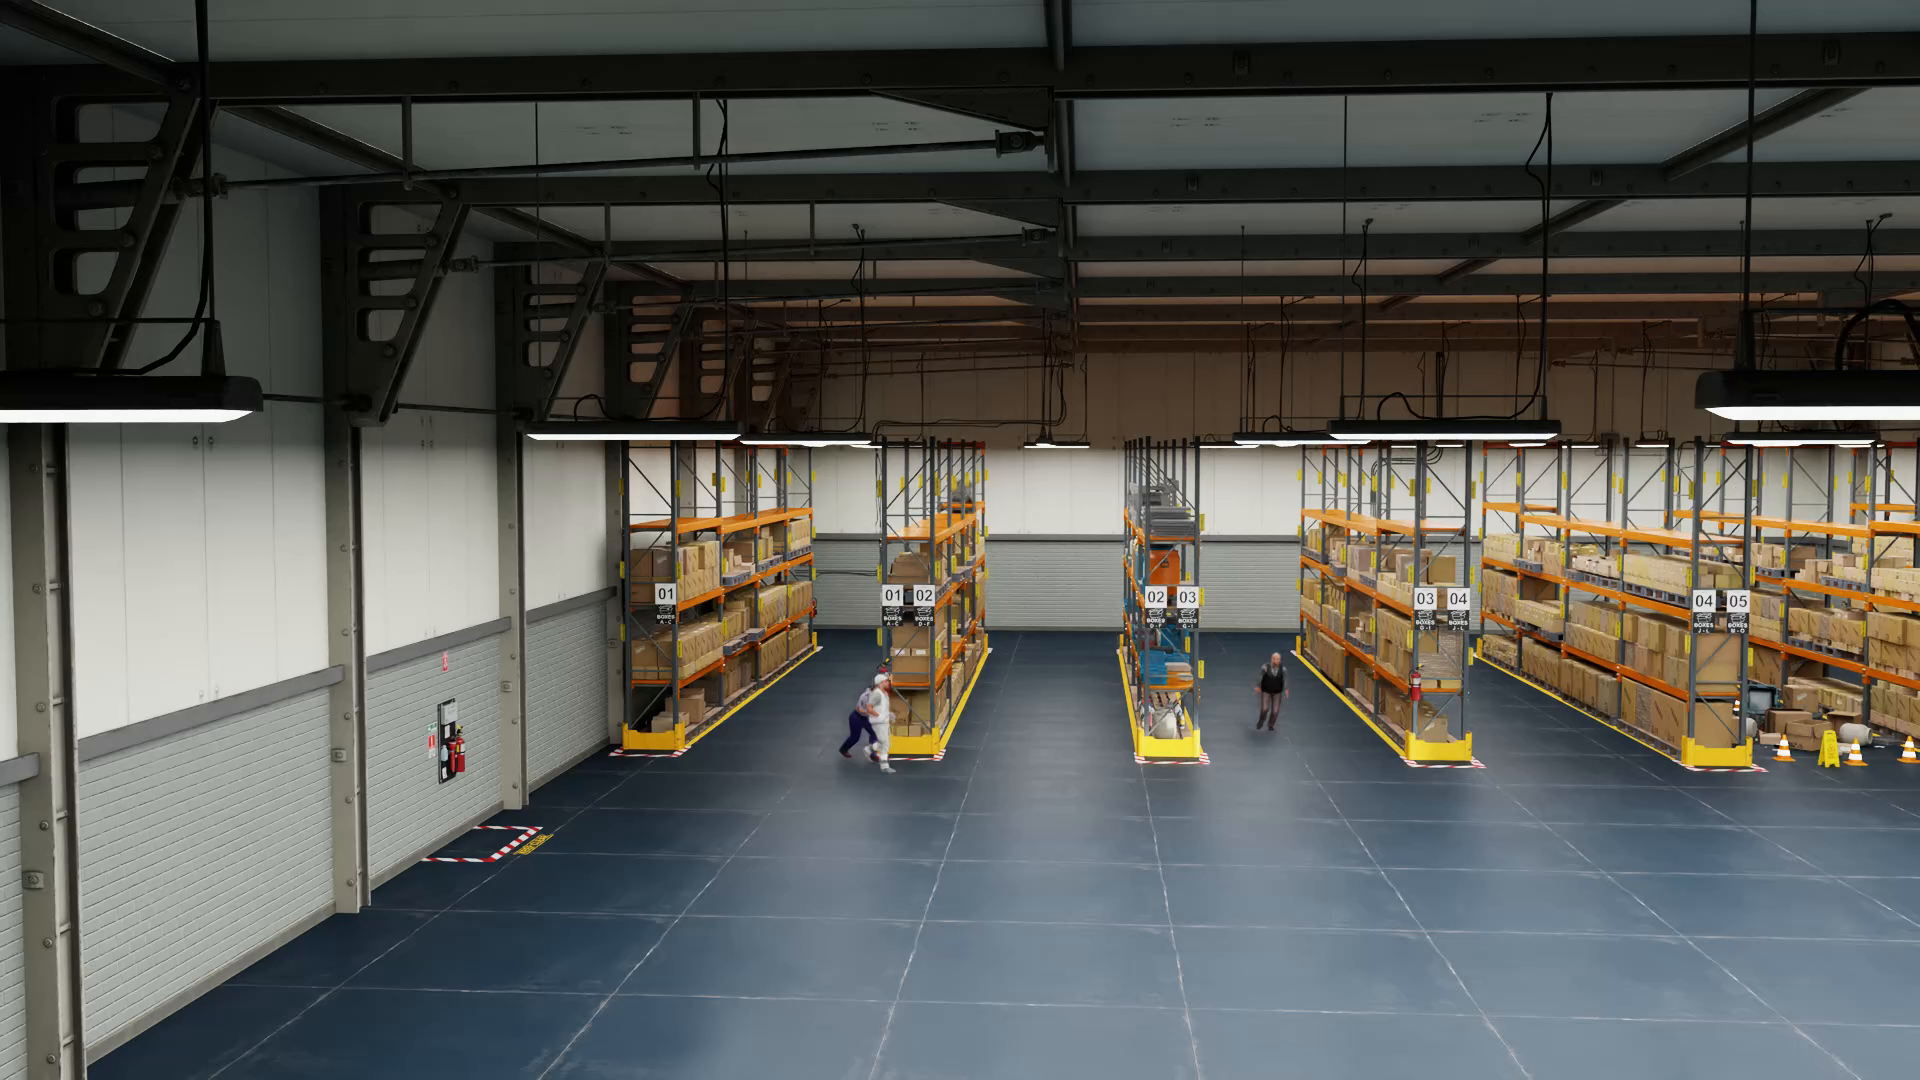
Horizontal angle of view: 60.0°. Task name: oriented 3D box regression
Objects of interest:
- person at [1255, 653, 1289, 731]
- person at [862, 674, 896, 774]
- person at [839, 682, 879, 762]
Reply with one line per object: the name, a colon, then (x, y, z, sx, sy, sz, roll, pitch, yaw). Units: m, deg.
person: (6.351, 3.085, 33.757, 0.639, 1.632, 0.661, 0, 3, -1)
person: (-1.488, 3.268, 29.619, 0.716, 1.765, 0.662, 1, 3, 22)
person: (-1.843, 3.339, 30.688, 1.033, 1.512, 0.626, 2, 4, 32)
